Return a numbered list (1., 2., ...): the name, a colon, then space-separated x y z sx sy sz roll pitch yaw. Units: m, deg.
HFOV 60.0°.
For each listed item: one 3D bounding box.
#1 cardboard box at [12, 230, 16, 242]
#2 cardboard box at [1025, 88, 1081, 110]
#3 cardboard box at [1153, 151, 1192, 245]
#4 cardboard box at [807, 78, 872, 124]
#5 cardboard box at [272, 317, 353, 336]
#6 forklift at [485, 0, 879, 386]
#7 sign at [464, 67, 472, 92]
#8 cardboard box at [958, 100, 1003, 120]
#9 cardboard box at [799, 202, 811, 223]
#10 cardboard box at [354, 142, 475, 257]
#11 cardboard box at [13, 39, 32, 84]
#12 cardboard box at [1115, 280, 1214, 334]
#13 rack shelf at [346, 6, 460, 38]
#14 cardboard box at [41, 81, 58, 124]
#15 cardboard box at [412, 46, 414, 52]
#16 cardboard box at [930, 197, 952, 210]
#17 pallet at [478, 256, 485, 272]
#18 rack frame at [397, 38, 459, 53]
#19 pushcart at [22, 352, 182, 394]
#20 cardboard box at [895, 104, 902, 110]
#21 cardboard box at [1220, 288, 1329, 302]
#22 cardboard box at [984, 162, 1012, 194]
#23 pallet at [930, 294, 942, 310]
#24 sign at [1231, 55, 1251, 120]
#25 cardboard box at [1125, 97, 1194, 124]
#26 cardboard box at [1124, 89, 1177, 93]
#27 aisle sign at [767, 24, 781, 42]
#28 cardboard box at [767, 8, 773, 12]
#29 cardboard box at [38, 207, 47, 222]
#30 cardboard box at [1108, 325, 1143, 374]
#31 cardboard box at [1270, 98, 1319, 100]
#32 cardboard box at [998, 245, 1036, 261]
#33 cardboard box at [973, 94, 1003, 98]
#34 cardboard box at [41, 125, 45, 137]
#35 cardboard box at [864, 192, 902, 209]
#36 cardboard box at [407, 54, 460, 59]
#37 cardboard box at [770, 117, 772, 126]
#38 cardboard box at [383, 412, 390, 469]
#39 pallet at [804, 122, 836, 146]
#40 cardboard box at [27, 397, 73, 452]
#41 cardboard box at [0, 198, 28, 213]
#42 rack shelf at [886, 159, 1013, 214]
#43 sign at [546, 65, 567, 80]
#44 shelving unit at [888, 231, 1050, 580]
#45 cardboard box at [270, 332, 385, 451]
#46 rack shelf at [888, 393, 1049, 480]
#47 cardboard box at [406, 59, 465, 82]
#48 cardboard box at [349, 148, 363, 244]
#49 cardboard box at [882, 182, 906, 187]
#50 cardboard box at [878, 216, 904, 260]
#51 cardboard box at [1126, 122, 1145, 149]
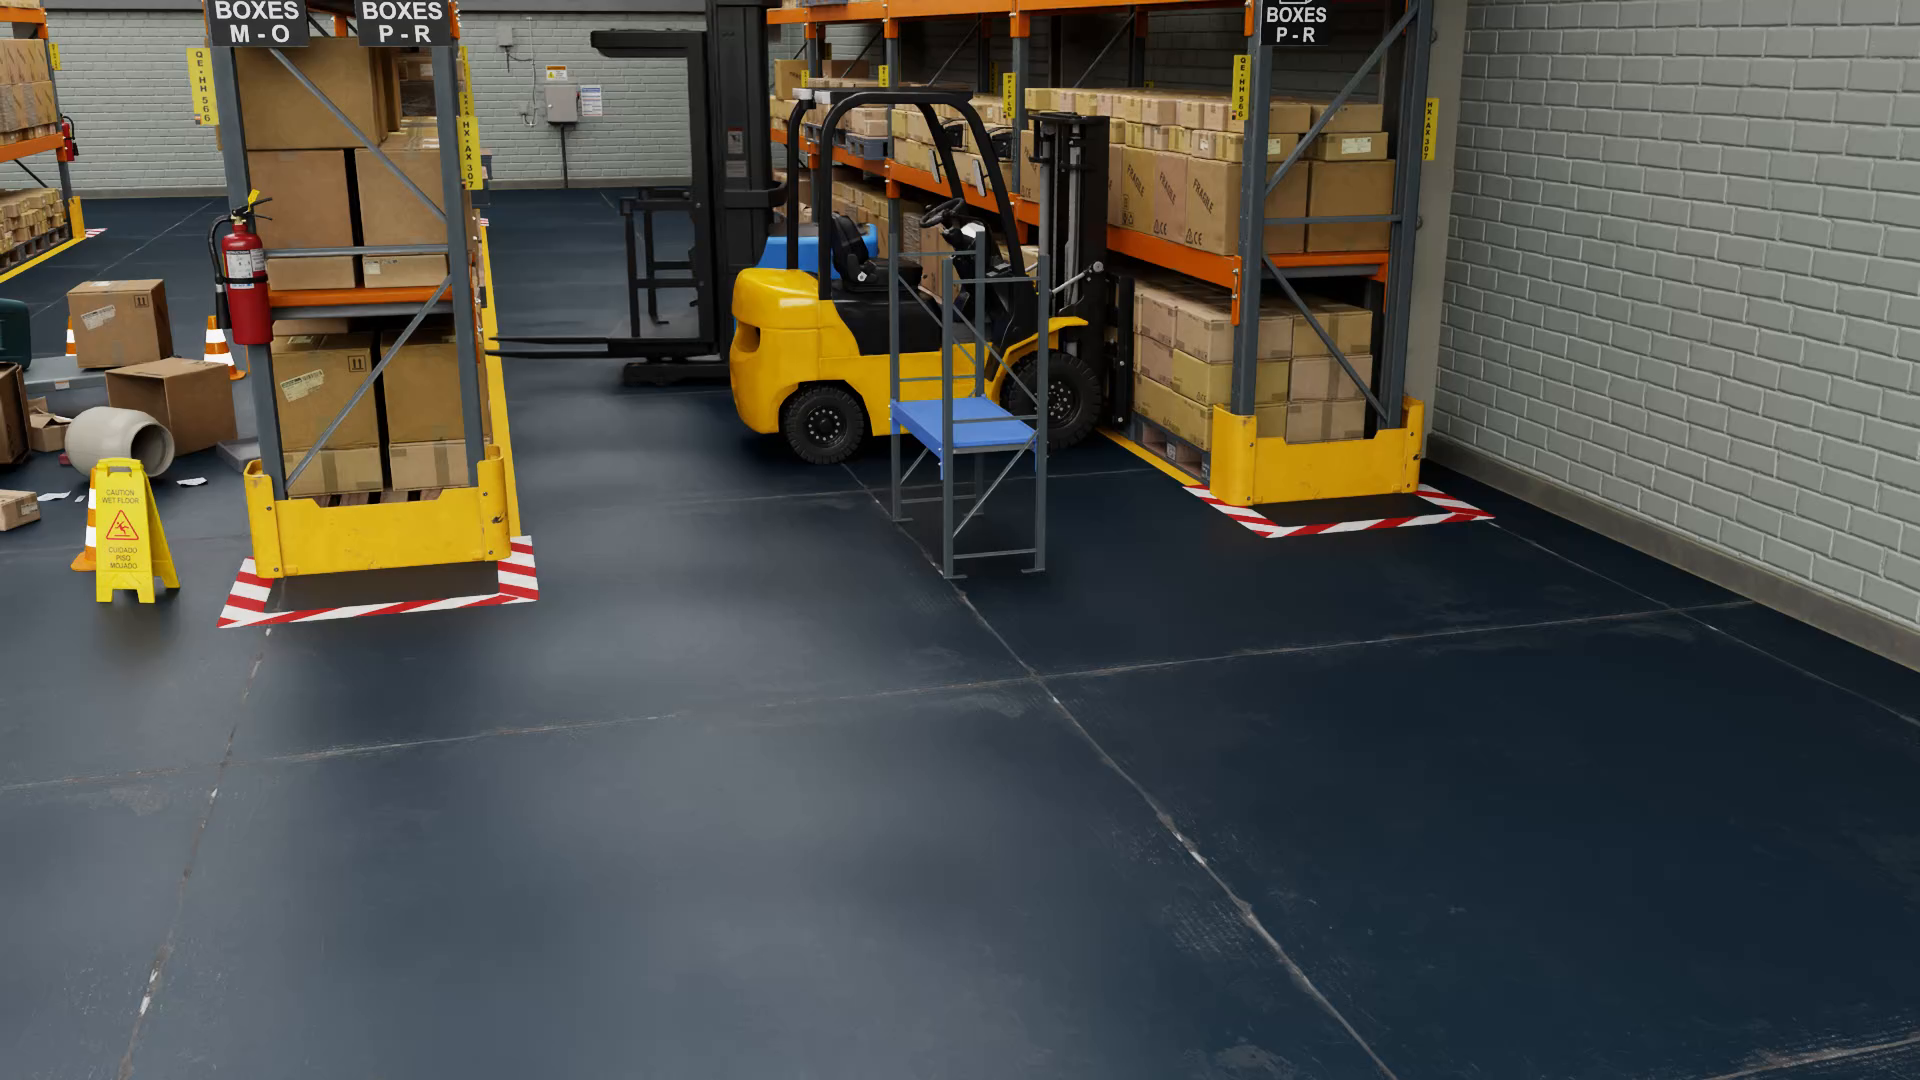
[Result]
1. cardboard box: -11.022 -3.462 18.988 0.380 0.149 0.250 -5 18 -18
2. cardboard box: 0.690 -3.213 12.116 0.380 0.149 0.250 -4 17 -14
3. cardboard box: 1.466 -2.025 9.805 0.500 0.500 0.500 -4 17 -14
4. cardboard box: -1.393 -5.134 19.426 0.700 0.500 0.500 -4 17 -14
5. cardboard box: -3.421 -1.175 8.768 0.380 0.149 0.250 -4 17 -14
6. forklift: -2.125 -2.686 12.300 3.031 2.935 1.130 -1 17 -3
7. sign: -4.464 -4.099 15.008 0.100 0.325 0.005 -5 17 -15
8. cardboard box: 0.201 -3.610 13.955 0.380 0.149 0.250 -5 17 -15
9. cardboard box: -1.844 -4.158 21.102 0.396 0.266 0.258 -4 17 -13
10. cardboard box: -2.648 -1.667 8.097 0.500 0.500 0.500 -5 17 -16
11. cardboard box: -11.258 -5.609 19.482 0.500 0.500 0.500 -4 17 -12
12. cardboard box: 1.266 -1.463 10.419 0.500 0.250 0.500 -4 17 -15
13. rack shelf: -5.533 -5.182 16.525 1.077 0.370 4.000 -5 17 -15
14. cardboard box: -11.542 -5.417 20.579 0.500 0.500 0.500 -4 17 -14
15. cardboard box: -6.500 -5.692 19.147 0.380 0.149 0.250 -5 17 -15
16. cardboard box: -0.102 -3.489 17.341 0.380 0.149 0.250 -4 17 -14
17. pallet: -5.459 -2.762 17.280 1.003 0.211 1.213 -5 17 -15
18. rack frame: -6.082 -4.643 18.695 1.000 3.000 0.127 -5 17 -15
19. pushcart: -6.062 -0.980 11.059 1.648 0.377 0.936 -12 20 -34
20. cardboard box: -0.407 -4.177 15.843 0.380 0.149 0.250 -4 17 -14
21. cardboard box: 1.896 -1.366 10.098 0.500 0.250 0.500 -5 17 -15
22. cardboard box: 0.498 -2.870 13.055 0.500 0.250 0.500 -4 17 -14
23. pallet: 0.309 -2.027 14.833 1.003 0.211 1.213 -5 17 -15
24. sign: 1.462 -2.346 8.624 0.100 0.325 0.005 -5 17 -15
25. cardboard box: 1.239 -2.646 10.227 0.380 0.149 0.250 -4 17 -14
26. cardboard box: 1.381 -3.115 11.791 0.380 0.149 0.250 -5 17 -16
27. aisle sign: -2.711 -7.384 23.300 0.394 0.787 0.004 -5 17 -15
28. cardboard box: -2.346 -7.061 21.967 0.380 0.149 0.250 -5 17 -15
29. cardboard box: -11.195 -3.899 19.927 0.380 0.149 0.250 -4 17 -14
30. cardboard box: 1.263 -1.232 10.518 0.500 0.250 0.500 -5 17 -17
31. cardboard box: 1.921 -2.545 9.891 0.380 0.149 0.250 -5 17 -15
32. cardboard box: 0.734 -2.031 13.397 0.875 0.625 0.625 -4 17 -13
33. cardboard box: 0.264 -4.075 15.501 0.380 0.149 0.250 -5 17 -15
34. cardboard box: -11.436 -5.002 20.327 0.380 0.149 0.250 -5 17 -16
35. cardboard box: -0.823 -3.656 17.897 0.380 0.149 0.250 -5 17 -16
36. cardboard box: -5.156 -4.500 16.307 0.500 0.500 0.500 -4 17 -14
37. cardboard box: -2.469 -5.843 23.127 0.380 0.149 0.250 -4 17 -14
38. cardboard box: -3.400 -0.554 9.133 0.500 0.250 0.500 -5 17 -15
39. pallet: -1.196 -4.715 19.268 1.003 0.211 1.213 -5 17 -15
40. cardboard box: -5.724 -0.726 10.406 0.396 0.266 0.258 11 20 32
41. cardboard box: -11.114 -3.890 19.381 0.380 0.149 0.250 -5 17 -15
42. rack shelf: 0.338 -3.032 14.583 1.077 0.370 4.000 -5 17 -15
43. sign: -6.804 -7.881 28.040 0.339 0.242 0.001 -5 17 -15
44. shelving unit: 0.023 -0.695 8.158 0.538 1.500 1.048 -5 17 -15
45. cardboard box: -3.255 -0.768 8.541 0.500 0.500 0.500 -5 17 -15
46. rack shelf: 0.023 -0.522 8.209 0.538 0.185 1.000 -5 17 -15
47. cardboard box: -3.673 -3.290 11.643 0.380 0.149 0.250 -5 17 -15
48. cardboard box: -3.332 -1.781 8.477 0.500 0.500 0.500 -5 17 -15
49. cardboard box: -0.684 -4.064 19.256 0.380 0.149 0.250 -6 18 -18
50. cardboard box: -0.534 -3.034 16.953 0.500 0.500 0.500 -4 17 -14
51. cardboard box: 1.246 -2.502 10.267 0.380 0.149 0.250 -5 17 -15
